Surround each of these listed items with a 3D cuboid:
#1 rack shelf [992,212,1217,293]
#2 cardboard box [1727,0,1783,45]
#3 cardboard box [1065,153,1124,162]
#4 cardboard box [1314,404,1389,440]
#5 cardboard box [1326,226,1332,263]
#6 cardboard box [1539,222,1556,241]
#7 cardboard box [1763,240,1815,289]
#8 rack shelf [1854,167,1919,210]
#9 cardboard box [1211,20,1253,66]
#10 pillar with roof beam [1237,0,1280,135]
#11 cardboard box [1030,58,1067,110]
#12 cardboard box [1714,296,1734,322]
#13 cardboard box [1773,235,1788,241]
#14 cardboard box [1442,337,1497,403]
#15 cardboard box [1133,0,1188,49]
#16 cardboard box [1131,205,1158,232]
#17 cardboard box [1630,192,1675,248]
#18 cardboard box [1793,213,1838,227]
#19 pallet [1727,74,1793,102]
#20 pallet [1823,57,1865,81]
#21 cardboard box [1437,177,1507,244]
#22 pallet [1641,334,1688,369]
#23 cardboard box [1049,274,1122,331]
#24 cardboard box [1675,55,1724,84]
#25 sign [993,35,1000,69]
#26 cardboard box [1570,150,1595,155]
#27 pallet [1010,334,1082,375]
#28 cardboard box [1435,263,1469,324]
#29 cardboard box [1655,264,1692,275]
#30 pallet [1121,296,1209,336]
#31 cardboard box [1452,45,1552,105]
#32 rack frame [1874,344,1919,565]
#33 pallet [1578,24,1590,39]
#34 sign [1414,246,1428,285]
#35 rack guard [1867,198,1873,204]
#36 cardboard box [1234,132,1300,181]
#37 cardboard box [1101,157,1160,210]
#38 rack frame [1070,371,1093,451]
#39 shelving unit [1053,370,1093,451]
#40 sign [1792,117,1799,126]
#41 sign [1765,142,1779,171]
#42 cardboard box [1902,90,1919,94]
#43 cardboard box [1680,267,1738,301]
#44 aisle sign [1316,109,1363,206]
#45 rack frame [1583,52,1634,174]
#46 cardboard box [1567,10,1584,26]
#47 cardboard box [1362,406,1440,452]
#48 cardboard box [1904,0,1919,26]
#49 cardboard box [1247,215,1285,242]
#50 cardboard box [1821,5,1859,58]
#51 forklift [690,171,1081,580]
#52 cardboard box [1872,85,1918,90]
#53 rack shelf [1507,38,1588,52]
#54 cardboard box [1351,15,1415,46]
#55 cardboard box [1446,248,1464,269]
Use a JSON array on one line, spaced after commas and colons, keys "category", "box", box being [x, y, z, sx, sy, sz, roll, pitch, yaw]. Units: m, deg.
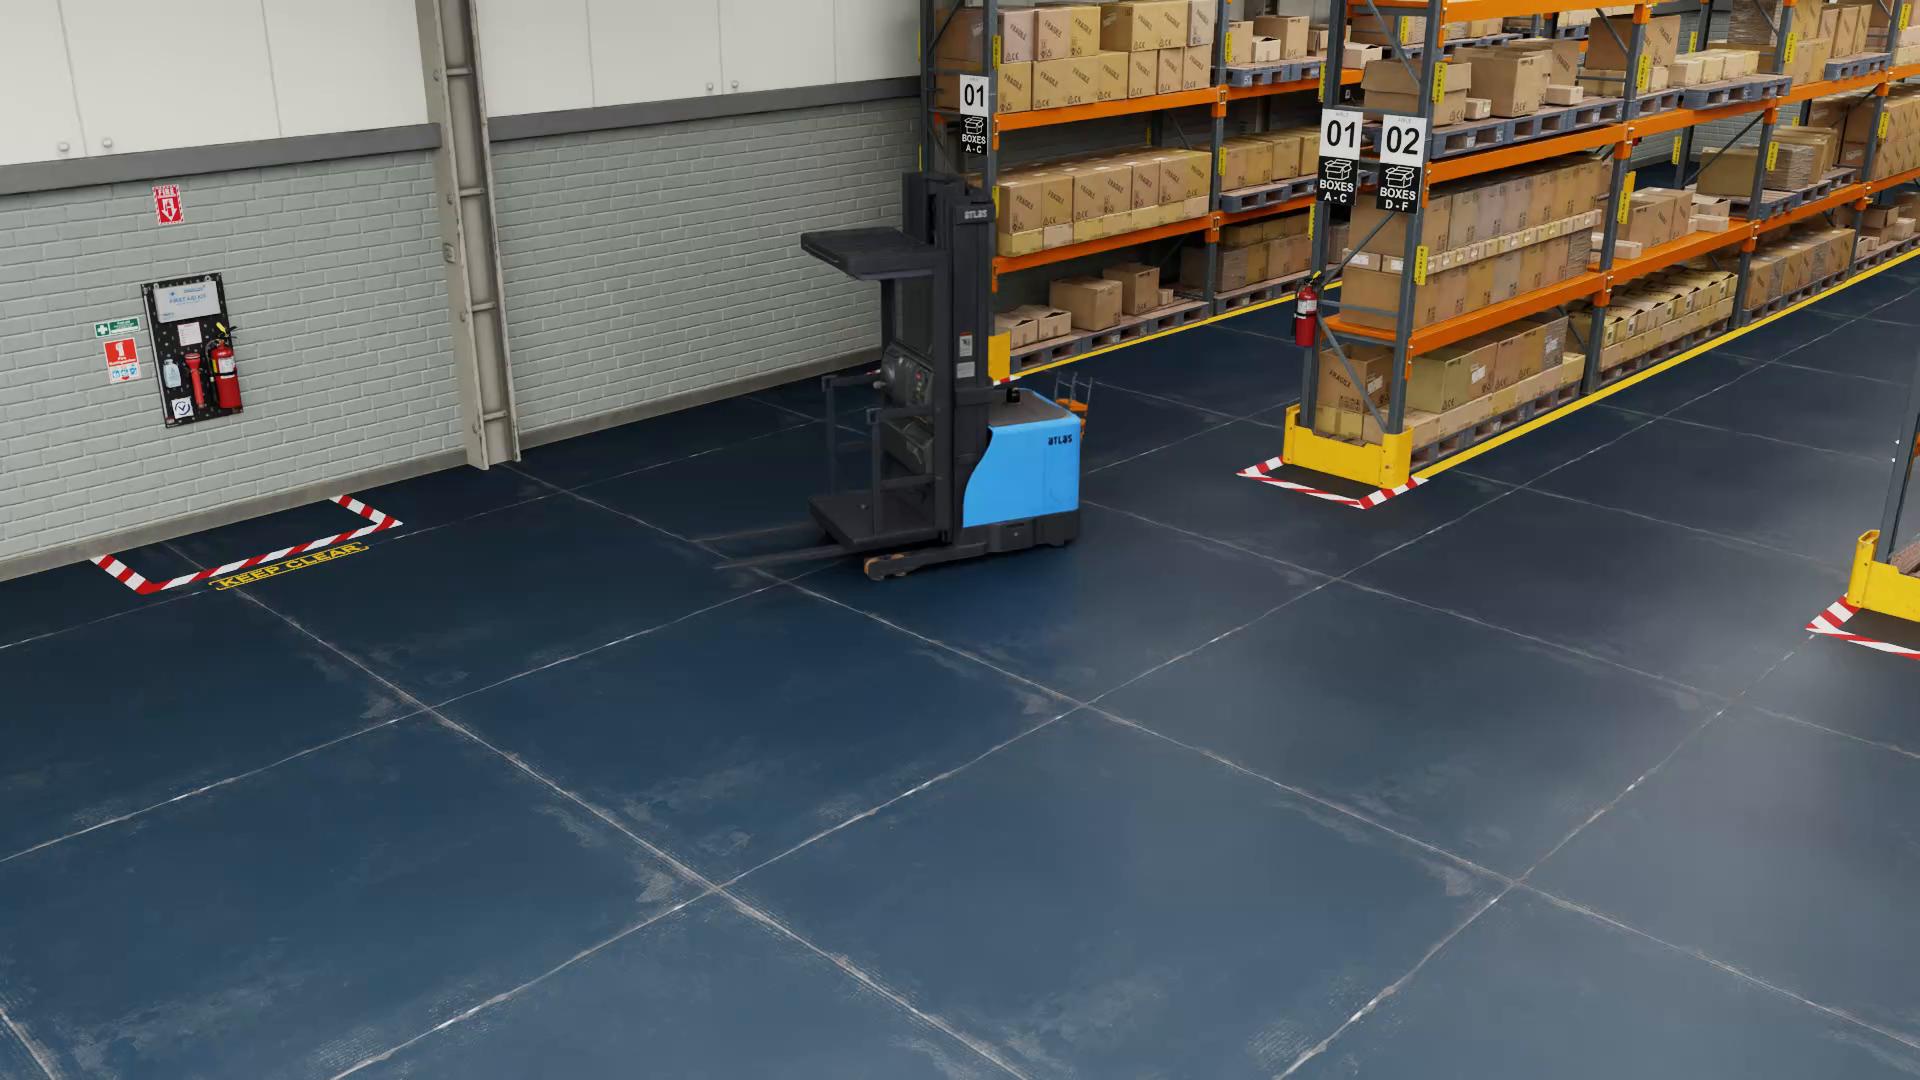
[{"category": "rack shelf", "box": [1.375, -3.454, 19.384, 1.077, 0.370, 4.000, 19, 28, 41]}, {"category": "cardboard box", "box": [9.422, -6.118, 19.596, 0.500, 0.500, 0.500, 19, 28, 41]}, {"category": "cardboard box", "box": [1.578, -4.266, 19.629, 0.500, 0.500, 0.500, -19, 28, -41]}, {"category": "cardboard box", "box": [3.694, -1.162, 15.663, 0.500, 0.250, 0.500, 19, 28, 41]}, {"category": "cardboard box", "box": [4.653, -4.070, 22.853, 0.700, 0.500, 0.500, 19, 28, 41]}, {"category": "cardboard box", "box": [5.575, -3.030, 16.234, 0.380, 0.149, 0.250, 19, 28, 40]}, {"category": "cardboard box", "box": [10.710, -3.577, 21.570, 0.500, 0.500, 0.500, 18, 27, 39]}, {"category": "rack shelf", "box": [13.298, -5.300, 24.186, 1.077, 0.370, 4.000, 19, 28, 41]}, {"category": "cardboard box", "box": [3.209, -6.068, 20.274, 0.500, 0.500, 0.500, -15, 26, -35]}, {"category": "pillar with roof beam", "box": [7.119, -6.938, 19.081, 9.100, 9.000, 0.400, 19, 28, 41]}, {"category": "cardboard box", "box": [0.793, -4.885, 17.754, 0.500, 0.500, 0.500, -18, 27, -39]}, {"category": "cardboard box", "box": [8.921, -2.810, 19.951, 0.500, 0.250, 0.500, -19, 28, -41]}, {"category": "cardboard box", "box": [10.673, -3.831, 22.231, 0.500, 0.500, 0.500, 20, 29, 41]}, {"category": "cardboard box", "box": [4.752, -1.643, 15.869, 0.500, 0.500, 0.500, 19, 28, 41]}, {"category": "cardboard box", "box": [2.238, -5.886, 18.966, 0.500, 0.500, 0.500, -18, 28, -39]}, {"category": "cardboard box", "box": [1.964, -3.787, 19.427, 0.500, 0.250, 0.500, 19, 28, 40]}, {"category": "cardboard box", "box": [7.587, -3.570, 18.541, 0.500, 0.500, 0.500, 19, 28, 41]}, {"category": "cardboard box", "box": [12.097, -4.378, 23.655, 0.500, 0.500, 0.500, 19, 28, 41]}, {"category": "pallet", "box": [8.703, -5.209, 19.028, 1.003, 0.211, 1.213, -19, 28, -40]}, {"category": "pallet", "box": [10.677, -6.017, 21.129, 1.213, 0.211, 1.003, 19, 28, 41]}, {"category": "cardboard box", "box": [4.618, -3.086, 15.475, 0.700, 0.500, 0.500, 19, 28, 41]}, {"category": "pallet", "box": [7.660, -2.278, 19.207, 1.003, 0.211, 1.213, 19, 28, 41]}, {"category": "cardboard box", "box": [1.473, -2.793, 19.530, 0.700, 0.500, 0.500, 17, 27, 37]}, {"category": "cardboard box", "box": [8.077, -5.206, 18.380, 0.500, 0.250, 0.500, 19, 28, 40]}, {"category": "sign", "box": [0.369, -4.948, 16.869, 0.100, 0.325, 0.005, 19, 28, 41]}, {"category": "cardboard box", "box": [10.669, -6.598, 28.555, 0.380, 0.149, 0.250, 20, 28, 41]}, {"category": "pallet", "box": [0.625, -2.194, 18.988, 1.003, 0.211, 1.213, 19, 28, 41]}, {"category": "cardboard box", "box": [4.230, -2.337, 15.334, 0.500, 0.500, 0.700, -19, 28, -41]}, {"category": "cardboard box", "box": [8.537, -3.207, 20.202, 0.500, 0.311, 0.500, -19, 28, -40]}, {"category": "pallet", "box": [2.327, -2.821, 20.620, 1.003, 0.211, 1.213, 19, 28, 41]}, {"category": "cardboard box", "box": [5.083, -4.383, 15.693, 0.637, 0.503, 0.797, -16, 26, -36]}, {"category": "rack frame", "box": [7.078, -0.796, 11.466, 1.000, 3.000, 0.127, 19, 28, 41]}, {"category": "pallet", "box": [9.781, -8.239, 26.772, 1.003, 0.211, 1.213, 19, 28, 41]}, {"category": "sign", "box": [3.925, -2.338, 14.159, 0.100, 0.325, 0.005, 19, 28, 41]}, {"category": "rack guard", "box": [14.641, -4.964, 25.792, 1.175, 0.500, 0.348, 19, 28, 41]}, {"category": "cardboard box", "box": [3.982, -4.997, 21.643, 0.500, 0.500, 0.700, -16, 26, -35]}, {"category": "cardboard box", "box": [1.959, -4.138, 19.296, 0.500, 0.500, 0.500, 18, 28, 39]}, {"category": "rack frame", "box": [0.952, -0.812, 14.033, 0.006, 1.200, 0.240, -2, 19, -32]}, {"category": "shelving unit", "box": [0.874, -0.809, 13.985, 0.189, 1.200, 0.258, -2, 19, -32]}, {"category": "sign", "box": [11.509, -5.660, 22.912, 0.100, 0.325, 0.005, 19, 28, 41]}, {"category": "sign", "box": [9.513, -4.496, 19.477, 0.100, 0.325, 0.005, 19, 28, 41]}, {"category": "cardboard box", "box": [13.870, -6.216, 24.032, 0.500, 0.500, 0.500, -19, 28, -41]}, {"category": "cardboard box", "box": [8.924, -3.072, 19.851, 0.500, 0.311, 0.500, -19, 28, -41]}, {"category": "aisle sign", "box": [3.276, -3.307, 14.375, 0.394, 0.787, 0.004, 19, 28, 41]}, {"category": "rack frame", "box": [11.142, -7.389, 28.617, 1.000, 3.000, 0.127, 19, 28, 41]}, {"category": "cardboard box", "box": [9.388, -8.173, 25.960, 0.500, 0.250, 0.500, 18, 28, 40]}, {"category": "cardboard box", "box": [4.065, -1.032, 15.326, 0.500, 0.250, 0.500, 19, 28, 41]}, {"category": "cardboard box", "box": [12.665, -7.263, 22.576, 0.700, 0.500, 0.500, 19, 28, 41]}, {"category": "cardboard box", "box": [3.937, -4.135, 21.977, 0.500, 0.250, 0.500, 18, 28, 39]}, {"category": "cardboard box", "box": [11.049, -6.523, 21.319, 0.600, 0.600, 0.600, 19, 28, 40]}, {"category": "forklift", "box": [-0.592, -1.277, 12.811, 3.031, 2.935, 1.130, -9, 23, -22]}, {"category": "cardboard box", "box": [13.836, -6.479, 24.717, 0.500, 0.500, 0.500, 20, 28, 41]}, {"category": "rack shelf", "box": [9.747, -7.939, 26.871, 1.077, 0.370, 4.000, 19, 28, 41]}, {"category": "cardboard box", "box": [5.852, -7.121, 22.988, 0.700, 0.500, 0.500, 17, 27, 37]}, {"category": "cardboard box", "box": [4.317, -2.566, 15.026, 0.380, 0.149, 0.250, 19, 28, 41]}]
